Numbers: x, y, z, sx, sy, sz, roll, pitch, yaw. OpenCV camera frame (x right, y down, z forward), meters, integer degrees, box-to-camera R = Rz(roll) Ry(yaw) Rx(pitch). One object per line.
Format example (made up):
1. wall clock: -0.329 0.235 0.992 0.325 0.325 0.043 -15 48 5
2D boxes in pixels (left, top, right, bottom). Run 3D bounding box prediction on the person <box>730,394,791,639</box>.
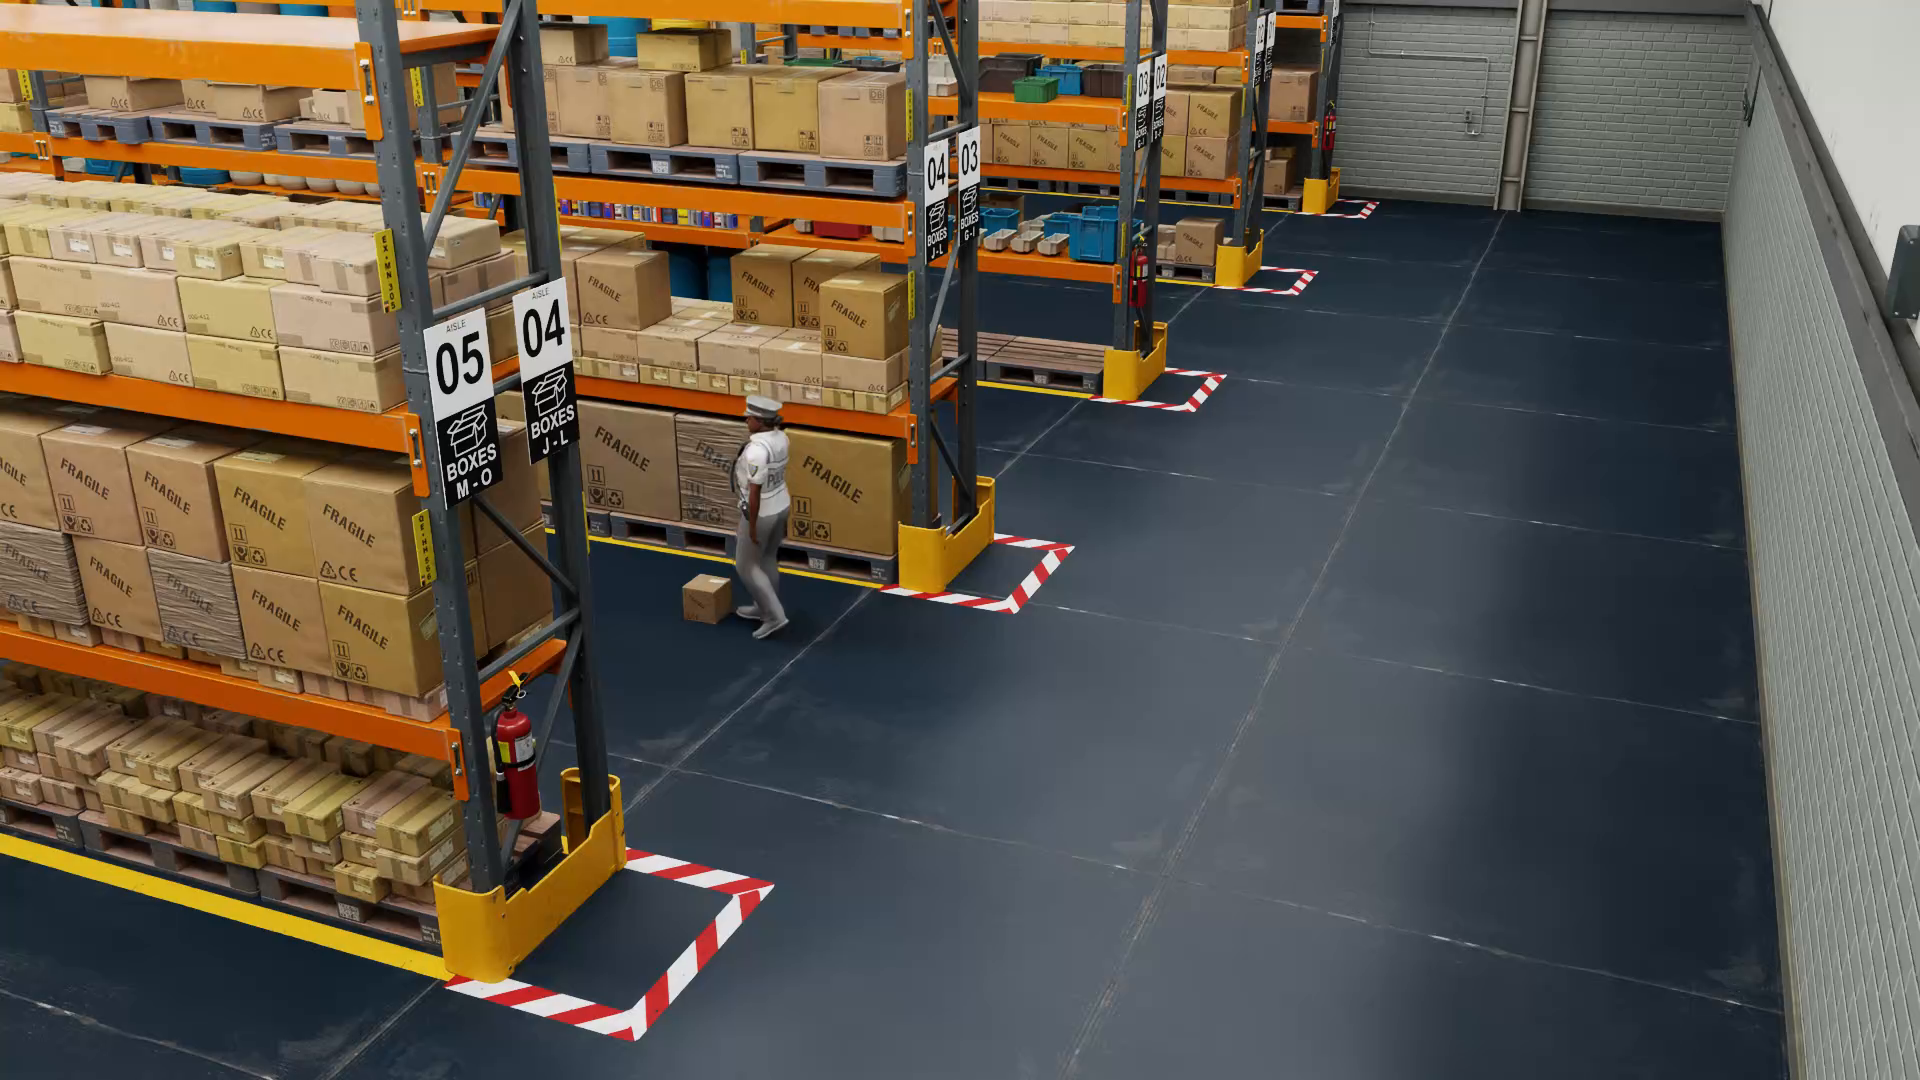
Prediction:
1. person: -1.370 -0.166 11.312 0.514 1.715 0.454 9 24 21
